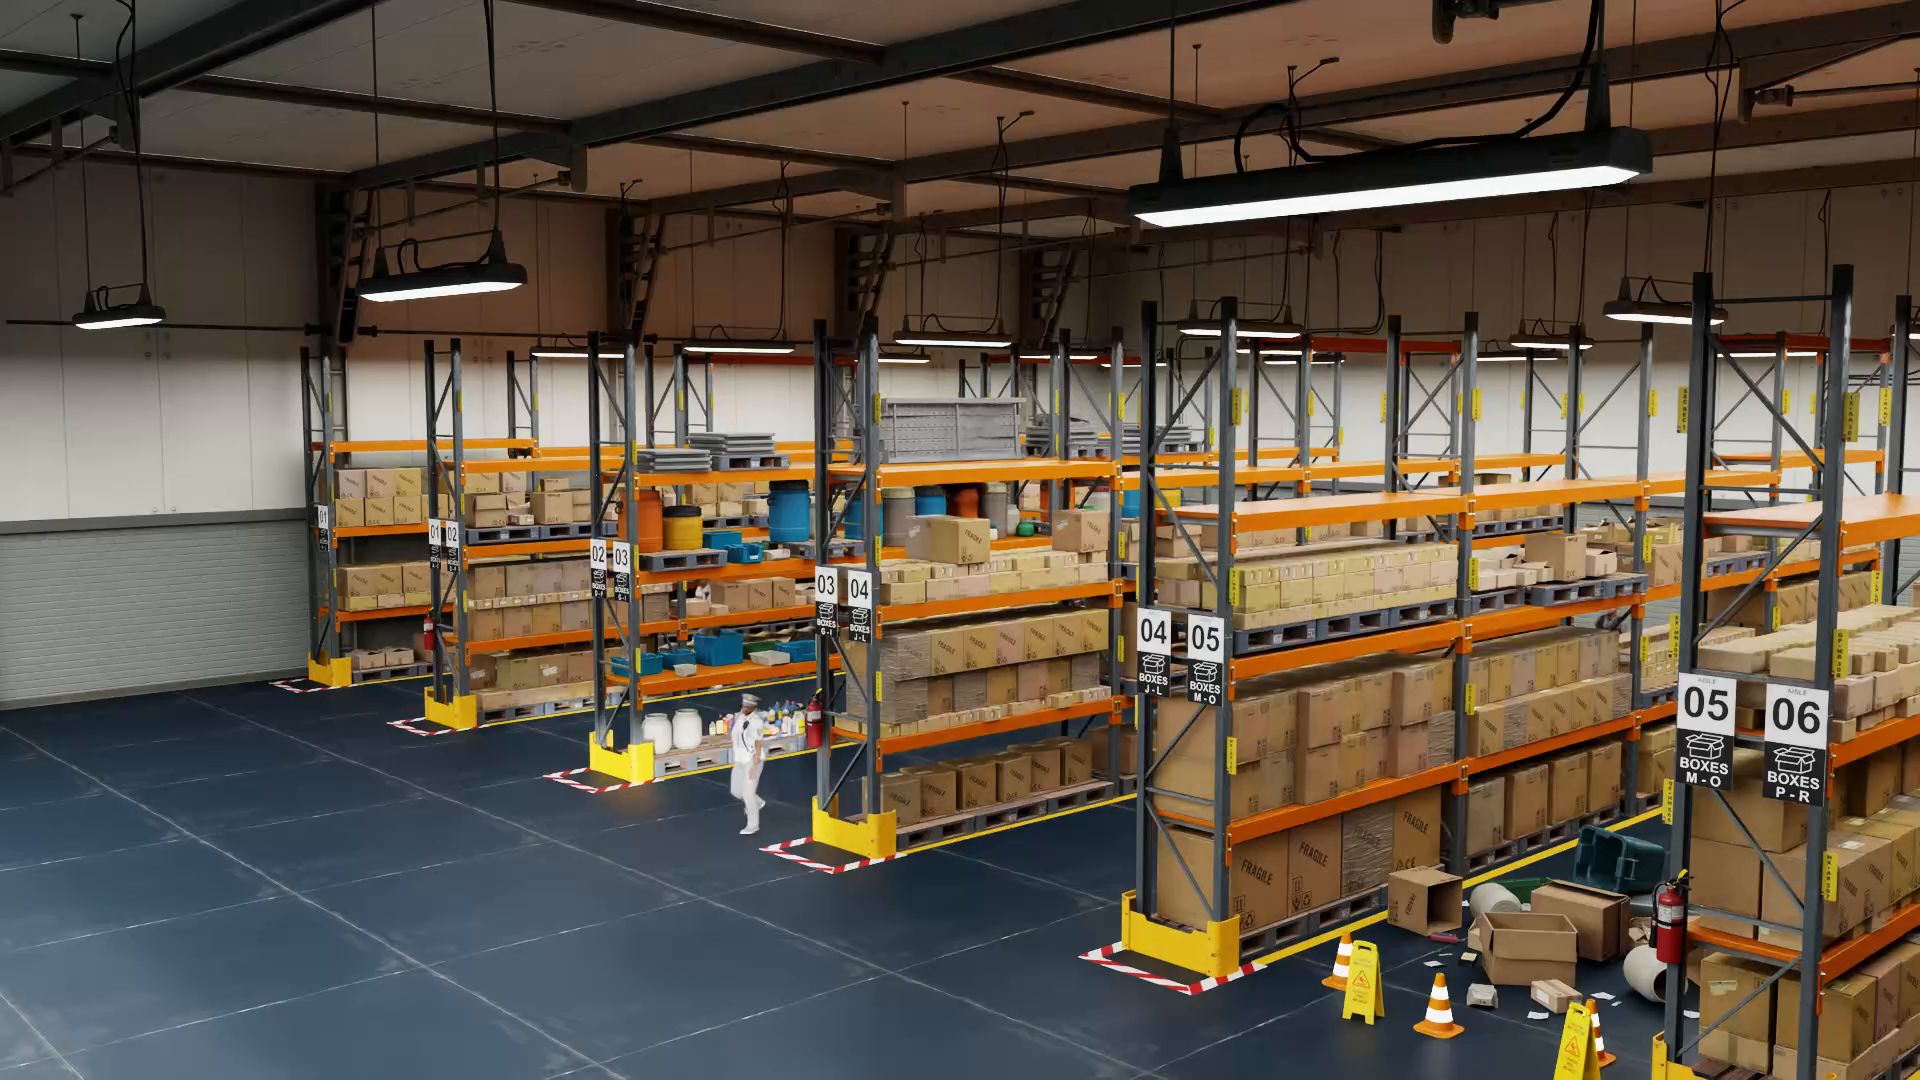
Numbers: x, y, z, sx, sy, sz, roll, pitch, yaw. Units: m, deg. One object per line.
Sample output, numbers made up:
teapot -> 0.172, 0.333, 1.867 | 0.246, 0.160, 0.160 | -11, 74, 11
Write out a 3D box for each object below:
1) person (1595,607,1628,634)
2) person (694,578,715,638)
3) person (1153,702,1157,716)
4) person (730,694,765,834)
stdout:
person -> 10.761, 1.885, 27.604 | 0.622, 1.749, 0.726 | 4, 6, 38
person -> -4.851, 1.505, 31.723 | 0.832, 1.818, 0.609 | -4, 7, -40
person -> 3.134, 1.870, 25.274 | 0.689, 1.693, 0.493 | -5, 7, -45
person -> -2.467, 2.603, 19.677 | 0.669, 1.655, 0.576 | 5, 7, 45
